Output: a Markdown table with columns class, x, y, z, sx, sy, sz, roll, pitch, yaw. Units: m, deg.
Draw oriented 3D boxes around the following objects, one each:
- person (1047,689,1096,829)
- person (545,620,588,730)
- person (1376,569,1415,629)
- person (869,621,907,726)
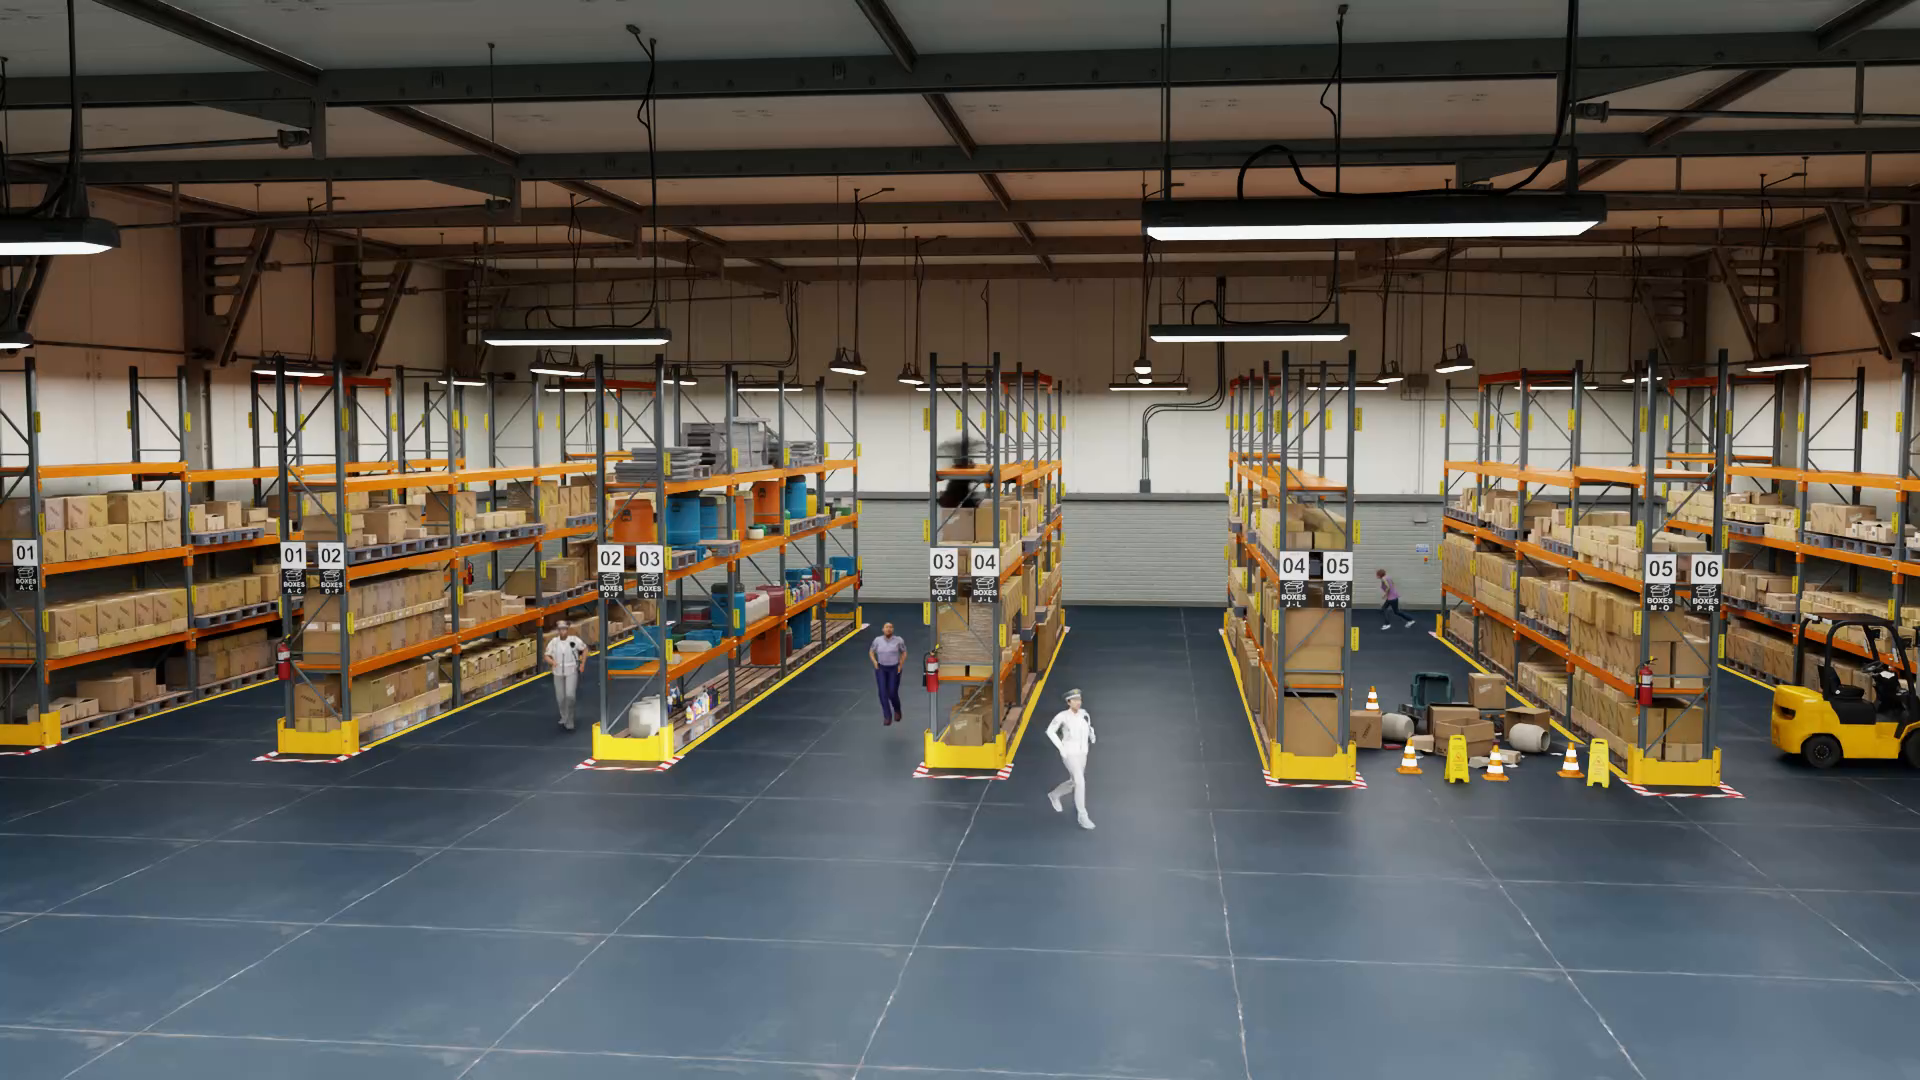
| class | x | y | z | sx | sy | sz | roll | pitch | yaw |
| --- | --- | --- | --- | --- | --- | --- | --- | --- | --- |
| person | 1.417 | 2.690 | 20.811 | 0.604 | 1.710 | 0.854 | -3 | 5 | -36 |
| person | -6.467 | 2.213 | 27.246 | 0.665 | 1.820 | 0.723 | 0 | 4 | -2 |
| person | 10.529 | 1.456 | 40.225 | 0.913 | 1.475 | 0.532 | 1 | 4 | 18 |
| person | -1.133 | 2.076 | 26.033 | 0.598 | 1.612 | 0.552 | 0 | 4 | 3 |
